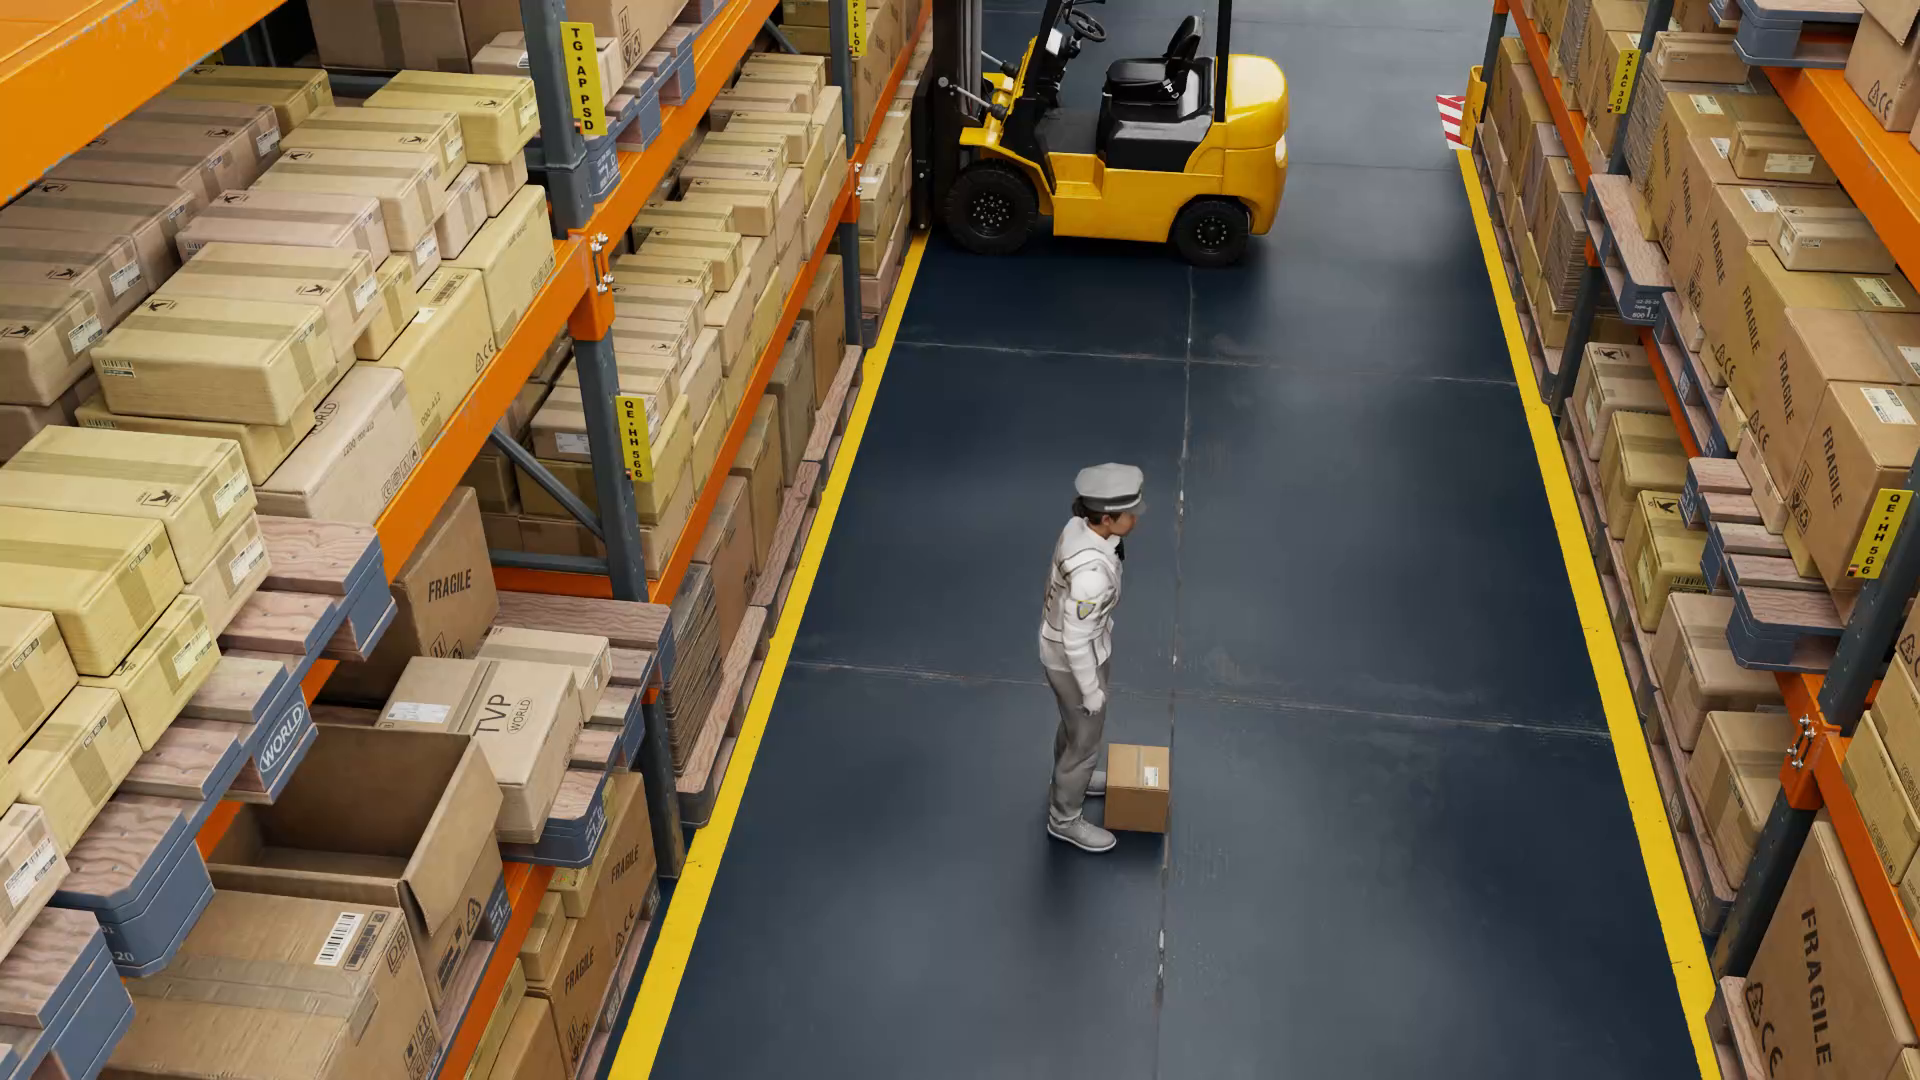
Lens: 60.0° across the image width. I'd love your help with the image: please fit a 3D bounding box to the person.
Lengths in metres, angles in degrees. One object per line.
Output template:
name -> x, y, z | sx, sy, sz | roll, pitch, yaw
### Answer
person -> 0.488, 0.440, 6.436 | 0.371, 1.664, 0.529 | 5, 37, 6
